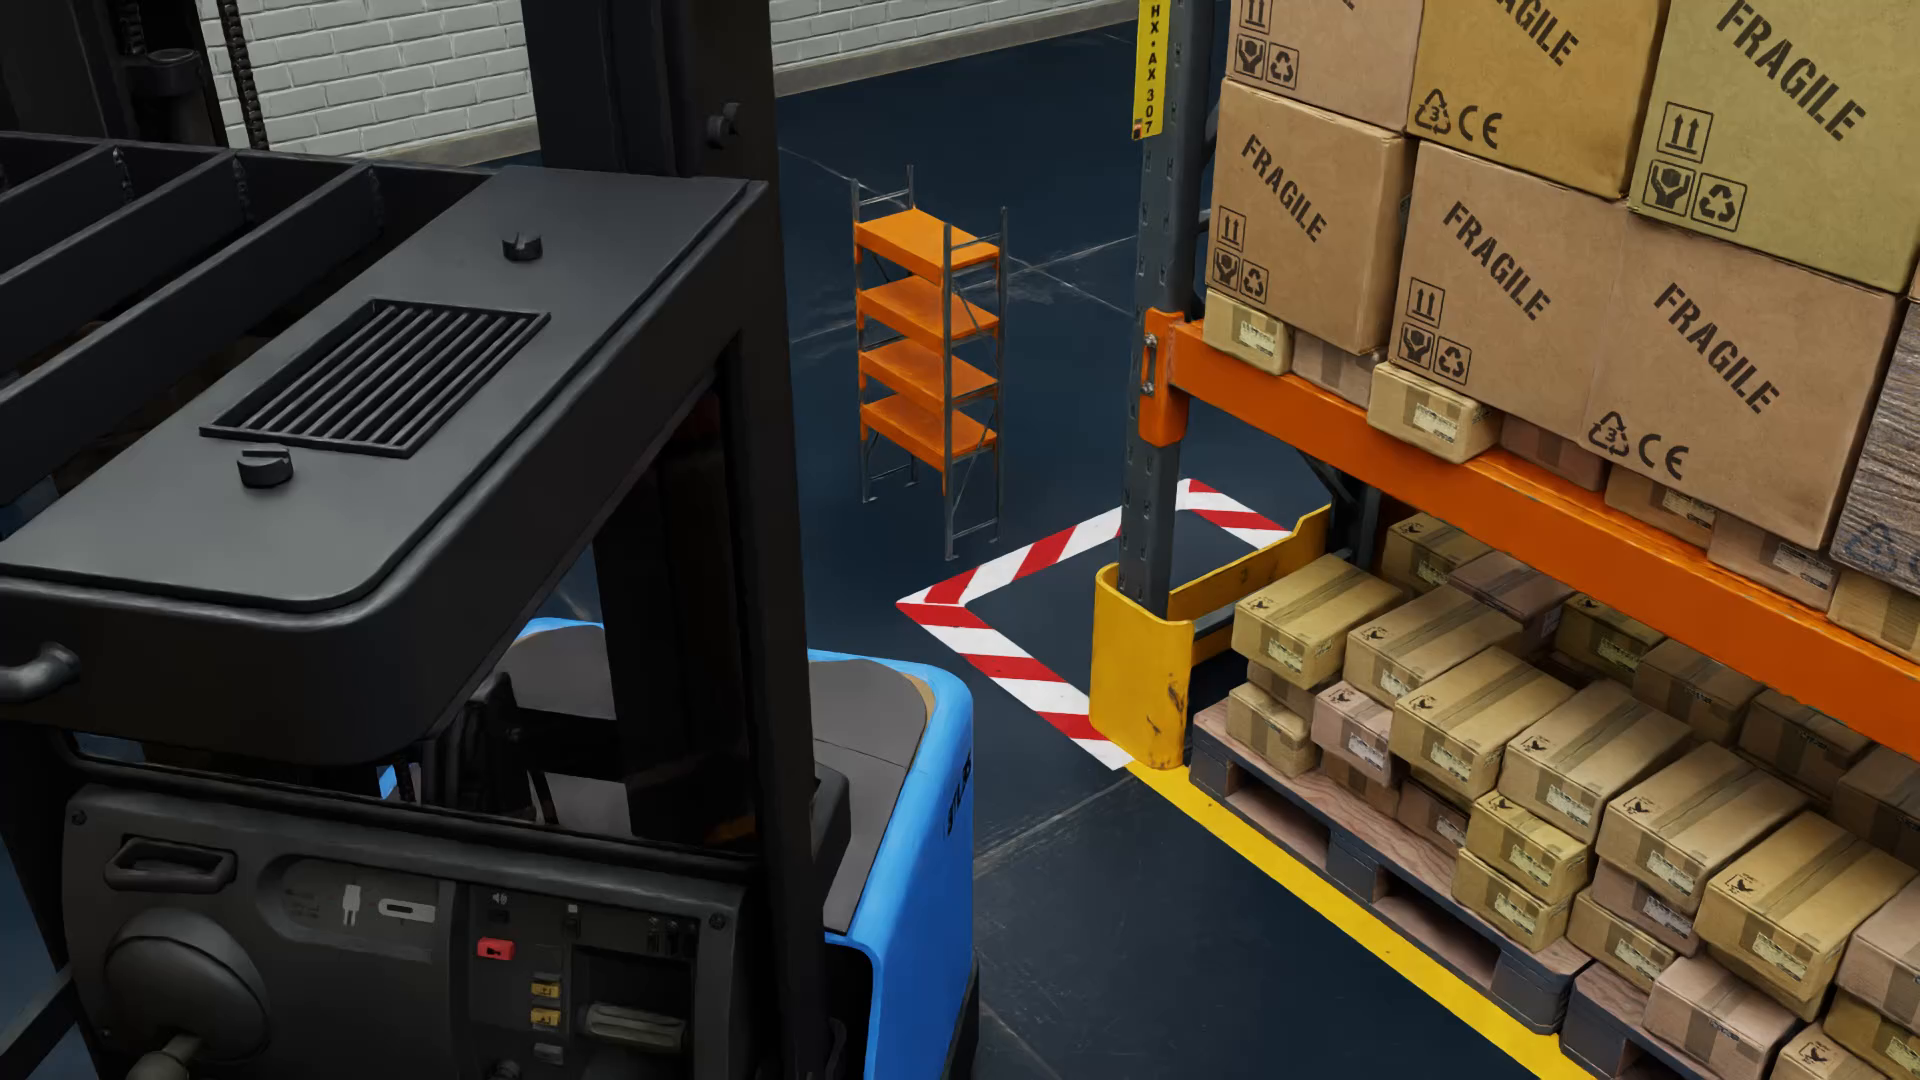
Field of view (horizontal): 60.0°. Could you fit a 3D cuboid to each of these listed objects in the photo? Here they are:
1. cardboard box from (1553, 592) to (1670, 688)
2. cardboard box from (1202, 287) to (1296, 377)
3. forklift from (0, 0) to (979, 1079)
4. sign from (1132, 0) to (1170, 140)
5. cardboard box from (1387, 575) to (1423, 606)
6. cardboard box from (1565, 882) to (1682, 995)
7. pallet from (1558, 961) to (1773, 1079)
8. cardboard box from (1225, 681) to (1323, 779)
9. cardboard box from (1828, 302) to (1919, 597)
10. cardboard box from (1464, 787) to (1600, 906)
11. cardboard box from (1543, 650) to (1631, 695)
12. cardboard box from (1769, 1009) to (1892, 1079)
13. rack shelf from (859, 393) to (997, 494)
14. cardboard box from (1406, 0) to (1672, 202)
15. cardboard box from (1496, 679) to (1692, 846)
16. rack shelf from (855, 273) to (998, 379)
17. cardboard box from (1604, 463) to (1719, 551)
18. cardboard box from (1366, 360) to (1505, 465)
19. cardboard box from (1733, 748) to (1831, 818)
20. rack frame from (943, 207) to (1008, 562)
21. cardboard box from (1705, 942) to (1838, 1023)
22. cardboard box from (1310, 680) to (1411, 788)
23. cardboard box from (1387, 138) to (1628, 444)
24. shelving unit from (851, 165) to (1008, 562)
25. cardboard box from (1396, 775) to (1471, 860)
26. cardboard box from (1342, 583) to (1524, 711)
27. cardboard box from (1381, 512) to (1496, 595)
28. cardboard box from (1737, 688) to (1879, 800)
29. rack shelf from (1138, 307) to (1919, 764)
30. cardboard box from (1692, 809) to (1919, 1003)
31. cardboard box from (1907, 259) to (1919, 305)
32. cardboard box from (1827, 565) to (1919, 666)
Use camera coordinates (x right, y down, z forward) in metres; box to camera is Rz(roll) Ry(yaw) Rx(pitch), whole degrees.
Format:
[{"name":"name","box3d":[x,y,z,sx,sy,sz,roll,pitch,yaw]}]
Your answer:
[{"name":"cardboard box","box3d":[1.766,0.208,4.313,0.380,0.149,0.250,-23,39,-32]},{"name":"cardboard box","box3d":[0.813,-0.553,4.036,0.380,0.149,0.250,-23,38,-32]},{"name":"forklift","box3d":[-0.774,0.626,1.964,1.130,2.935,3.031,7,32,10]},{"name":"sign","box3d":[0.444,-1.093,3.847,0.100,0.325,0.005,-22,38,-31]},{"name":"cardboard box","box3d":[1.422,0.133,4.715,0.380,0.149,0.250,-23,39,-33]},{"name":"cardboard box","box3d":[1.626,0.855,3.835,0.380,0.149,0.250,-22,38,-31]},{"name":"pallet","box3d":[2.134,1.173,3.661,1.003,0.211,1.213,-22,38,-31]},{"name":"cardboard box","box3d":[0.941,0.454,4.481,0.380,0.149,0.250,-21,38,-30]},{"name":"cardboard box","box3d":[1.886,-0.160,2.788,0.500,0.500,0.500,-23,39,-33]},{"name":"cardboard box","box3d":[1.406,0.654,3.875,0.380,0.149,0.250,-21,38,-30]},{"name":"cardboard box","box3d":[1.742,0.349,4.367,0.380,0.149,0.250,-24,39,-33]},{"name":"cardboard box","box3d":[1.901,1.094,3.450,0.380,0.149,0.250,-22,38,-31]},{"name":"rack shelf","box3d":[-0.102,-0.353,5.685,0.258,0.148,0.480,-22,38,-31]},{"name":"cardboard box","box3d":[1.253,-1.013,3.214,0.500,0.500,0.500,-21,38,-30]},{"name":"cardboard box","box3d":[1.461,0.506,3.832,0.380,0.149,0.250,-24,39,-34]},{"name":"rack shelf","box3d":[-0.101,-0.712,5.462,0.258,0.148,0.480,-22,38,-31]},{"name":"cardboard box","box3d":[1.538,-0.147,3.381,0.380,0.149,0.250,-23,38,-32]},{"name":"cardboard box","box3d":[1.124,-0.331,3.678,0.380,0.149,0.250,-23,39,-33]},{"name":"cardboard box","box3d":[2.070,0.560,4.027,0.380,0.149,0.250,-22,38,-31]},{"name":"rack frame","box3d":[0.048,-0.477,5.381,0.240,1.200,0.015,-22,38,-31]},{"name":"cardboard box","box3d":[1.843,0.834,3.586,0.380,0.149,0.250,-20,37,-29]},{"name":"cardboard box","box3d":[1.115,0.439,4.222,0.380,0.149,0.250,-22,38,-32]},{"name":"cardboard box","box3d":[1.278,-0.579,3.462,0.500,0.500,0.500,-22,38,-31]},{"name":"shelving unit","box3d":[-0.101,-0.579,5.545,0.258,1.200,0.503,-22,38,-31]},{"name":"cardboard box","box3d":[1.324,0.637,4.185,0.380,0.149,0.250,-22,38,-31]},{"name":"cardboard box","box3d":[1.190,0.283,4.191,0.380,0.149,0.250,-22,38,-31]},{"name":"cardboard box","box3d":[1.398,0.017,4.619,0.380,0.149,0.250,-22,38,-31]},{"name":"cardboard box","box3d":[2.083,0.430,3.955,0.380,0.149,0.250,-21,37,-30]},{"name":"rack shelf","box3d":[2.099,0.238,3.206,1.077,0.370,4.000,-22,38,-31]},{"name":"cardboard box","box3d":[1.749,0.749,3.441,0.380,0.149,0.250,-22,38,-31]},{"name":"cardboard box","box3d":[1.870,-0.578,2.514,0.500,0.500,0.500,-24,39,-33]},{"name":"cardboard box","box3d":[1.810,0.080,3.016,0.380,0.149,0.250,-21,37,-30]}]
